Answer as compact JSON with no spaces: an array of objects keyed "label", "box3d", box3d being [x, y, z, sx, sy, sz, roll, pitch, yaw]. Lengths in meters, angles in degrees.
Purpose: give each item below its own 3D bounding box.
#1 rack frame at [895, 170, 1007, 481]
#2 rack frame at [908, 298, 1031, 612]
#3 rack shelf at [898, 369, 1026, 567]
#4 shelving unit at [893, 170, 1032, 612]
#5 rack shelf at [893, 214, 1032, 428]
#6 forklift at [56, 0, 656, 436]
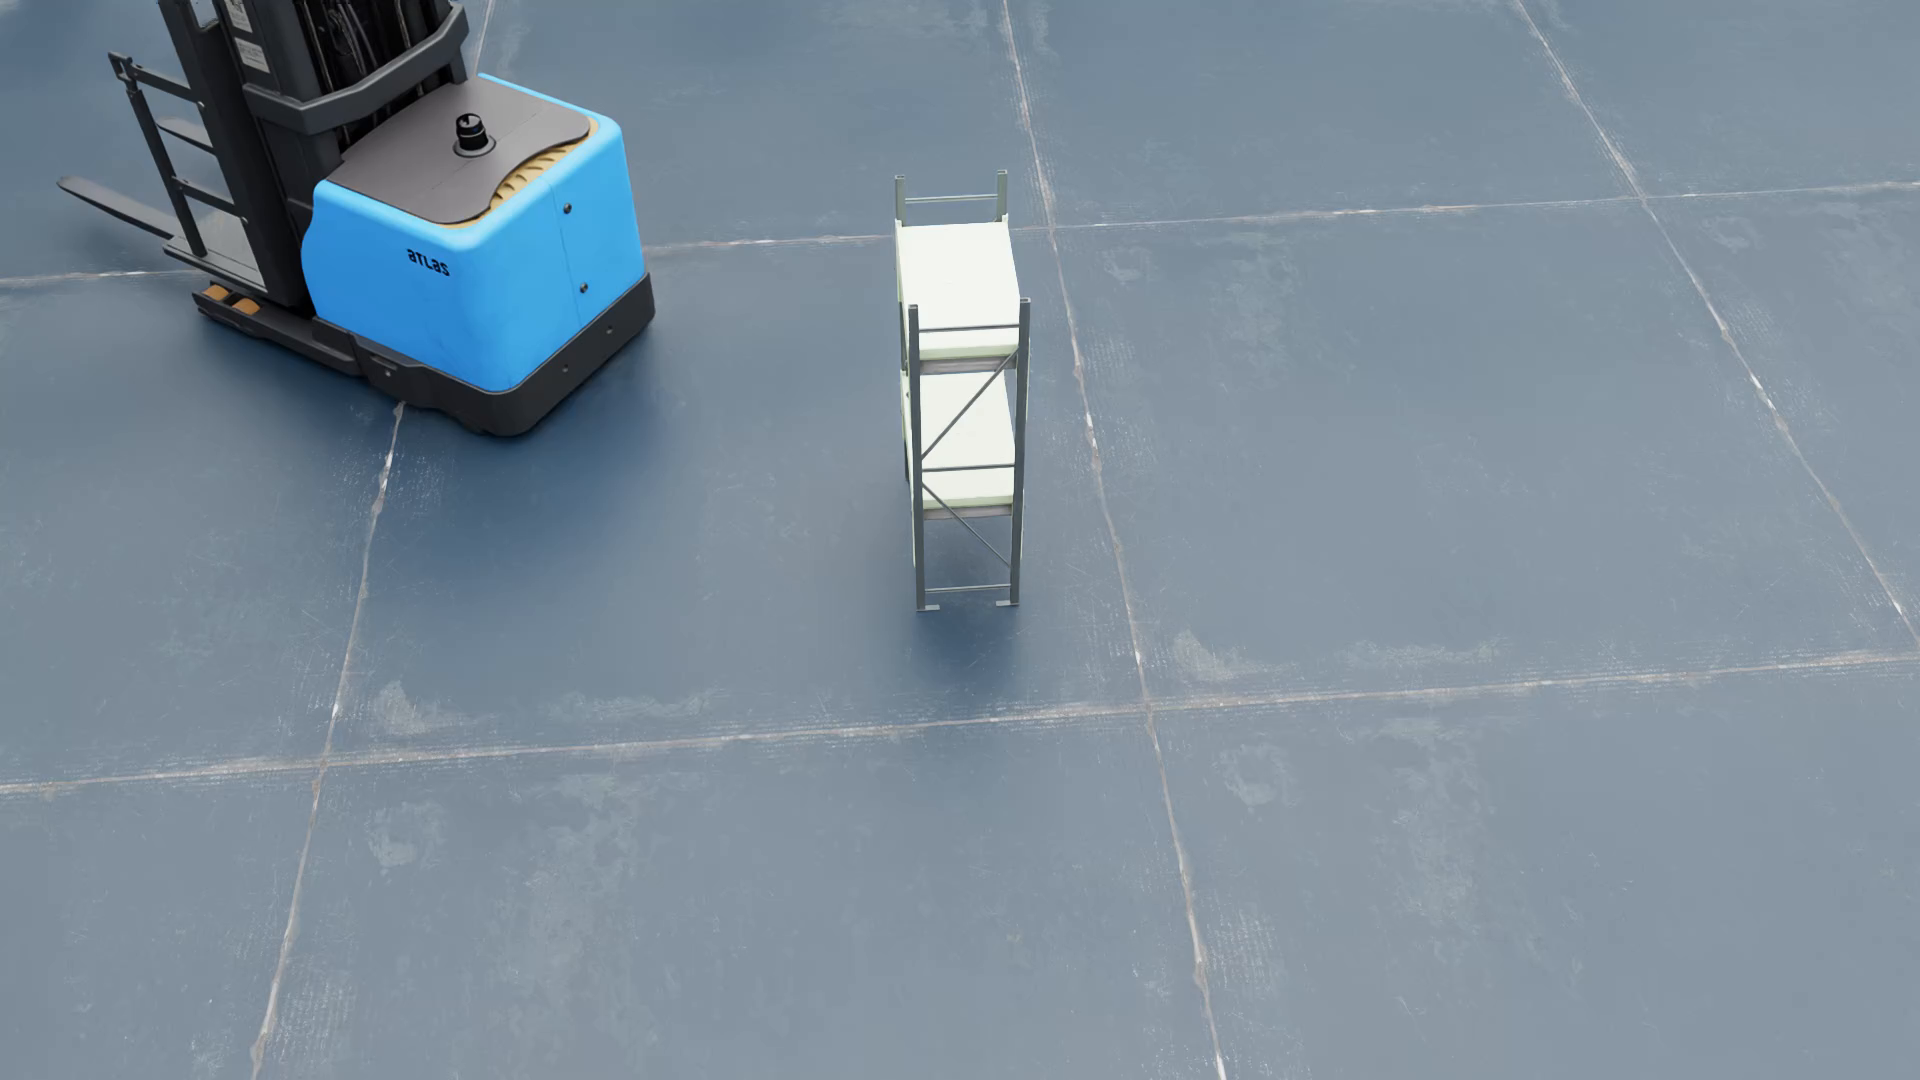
[{"label":"rack frame","box3d":[-0.031,-0.785,6.461,0.400,1.500,0.023,-3,47,-3]},{"label":"rack frame","box3d":[0.030,-0.256,5.959,0.400,1.500,0.023,-3,47,-3]},{"label":"rack shelf","box3d":[-0.001,-0.296,6.447,0.431,0.370,0.720,-3,47,-3]},{"label":"shelving unit","box3d":[-0.001,-0.521,6.210,0.431,1.500,0.755,-3,47,-3]},{"label":"rack shelf","box3d":[-0.001,-0.789,5.927,0.431,0.370,0.720,-3,47,-3]},{"label":"forklift","box3d":[-2.931,-2.255,6.867,3.031,2.935,1.130,23,51,20]}]
